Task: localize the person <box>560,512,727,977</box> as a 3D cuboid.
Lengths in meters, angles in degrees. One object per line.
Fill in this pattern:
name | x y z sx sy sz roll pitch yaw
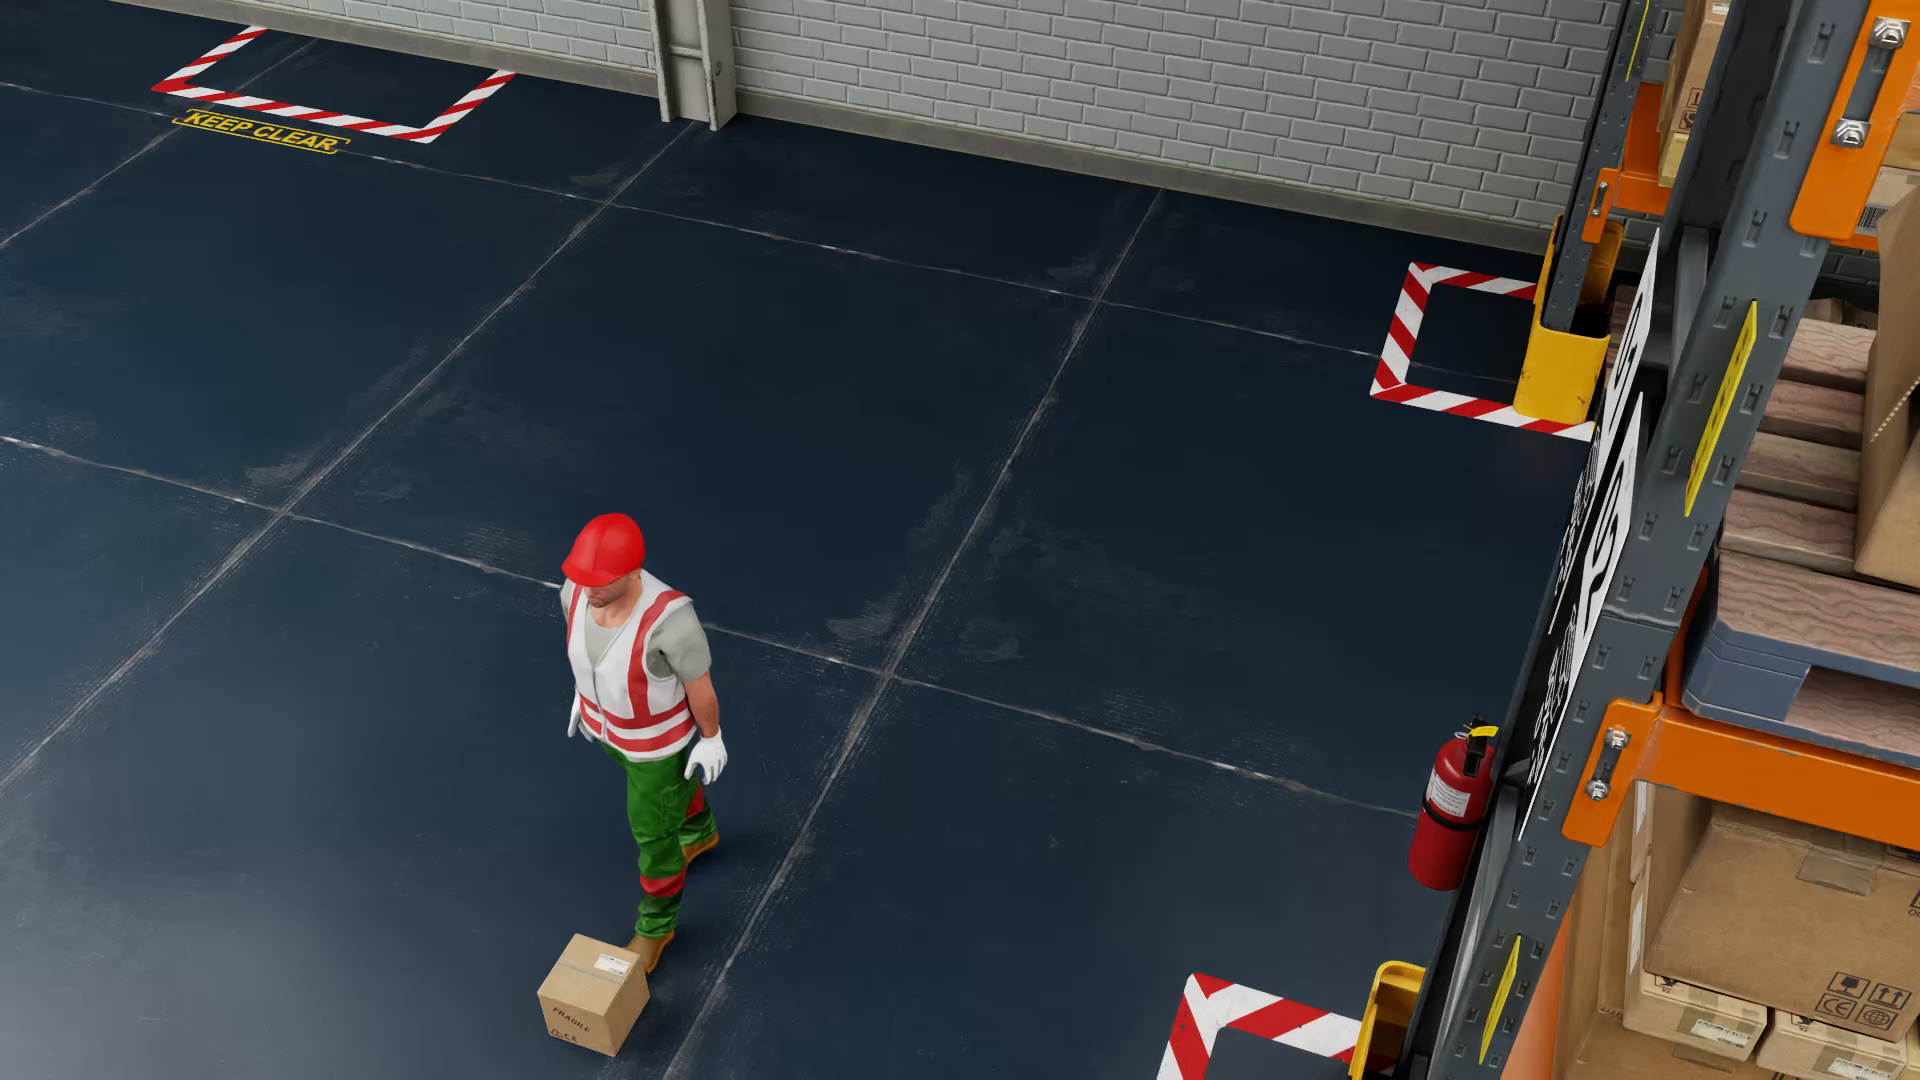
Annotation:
person | -1.076 0.638 5.398 0.555 1.787 0.686 26 47 27
